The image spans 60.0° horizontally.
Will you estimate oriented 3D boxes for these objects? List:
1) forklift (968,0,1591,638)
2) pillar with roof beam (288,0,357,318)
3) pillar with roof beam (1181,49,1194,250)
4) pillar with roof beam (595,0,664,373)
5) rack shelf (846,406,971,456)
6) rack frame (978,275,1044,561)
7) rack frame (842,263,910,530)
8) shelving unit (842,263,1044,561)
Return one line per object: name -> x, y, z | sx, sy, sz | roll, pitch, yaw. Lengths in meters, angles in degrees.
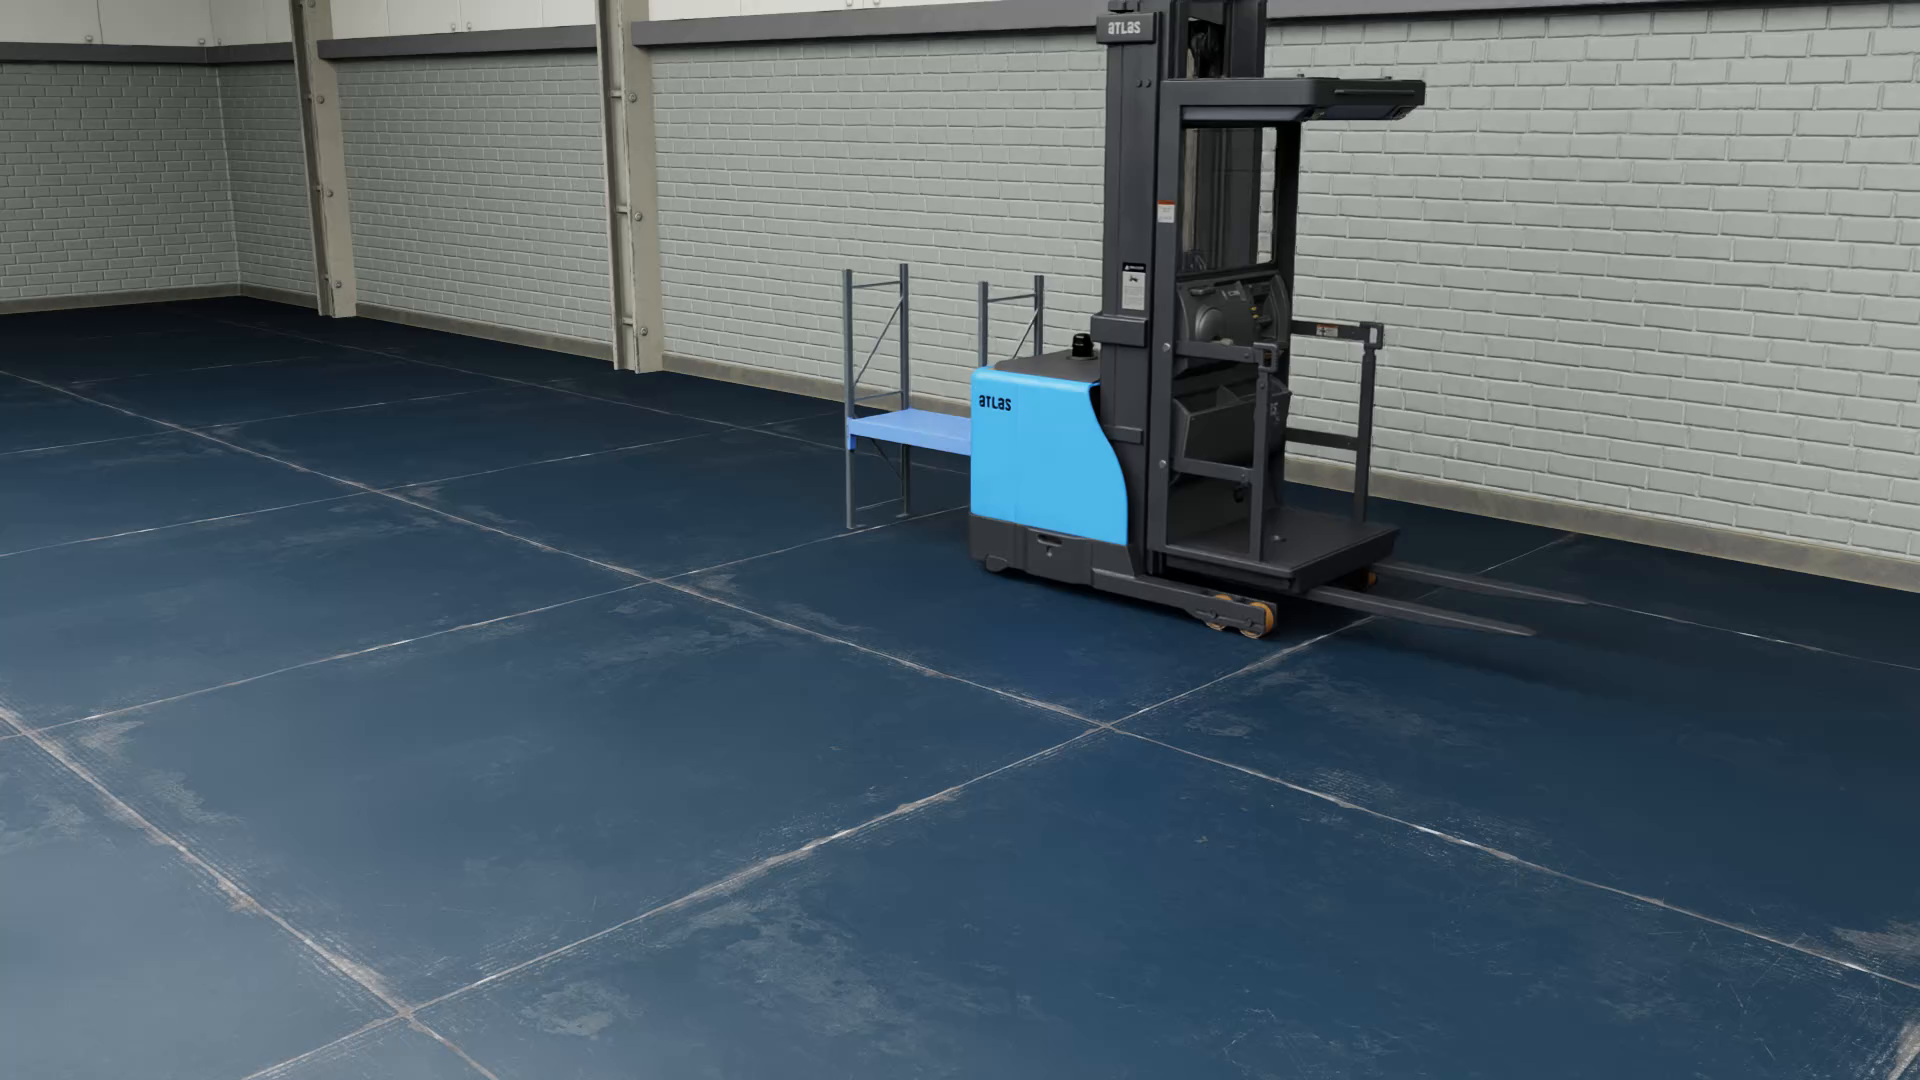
forklift -> 1.484, -1.113, 7.892 | 3.031, 2.935, 1.130 | 12, 19, 39
pillar with roof beam -> -10.304, -6.219, 15.453 | 0.400, 9.000, 9.100 | 14, 20, 42
pillar with roof beam -> -1.666, -4.119, 7.393 | 0.400, 9.000, 9.100 | 14, 20, 42
pillar with roof beam -> -5.985, -5.169, 11.423 | 0.400, 9.000, 9.100 | 14, 20, 42
rack shelf -> -0.103, -0.573, 9.368 | 1.000, 0.185, 0.538 | 13, 19, 41
rack frame -> 0.272, -0.660, 8.992 | 0.032, 1.500, 0.500 | 13, 19, 41
rack frame -> -0.479, -0.833, 9.654 | 0.032, 1.500, 0.500 | 13, 19, 41
shelving unit -> -0.103, -0.747, 9.323 | 1.048, 1.500, 0.538 | 13, 19, 41
